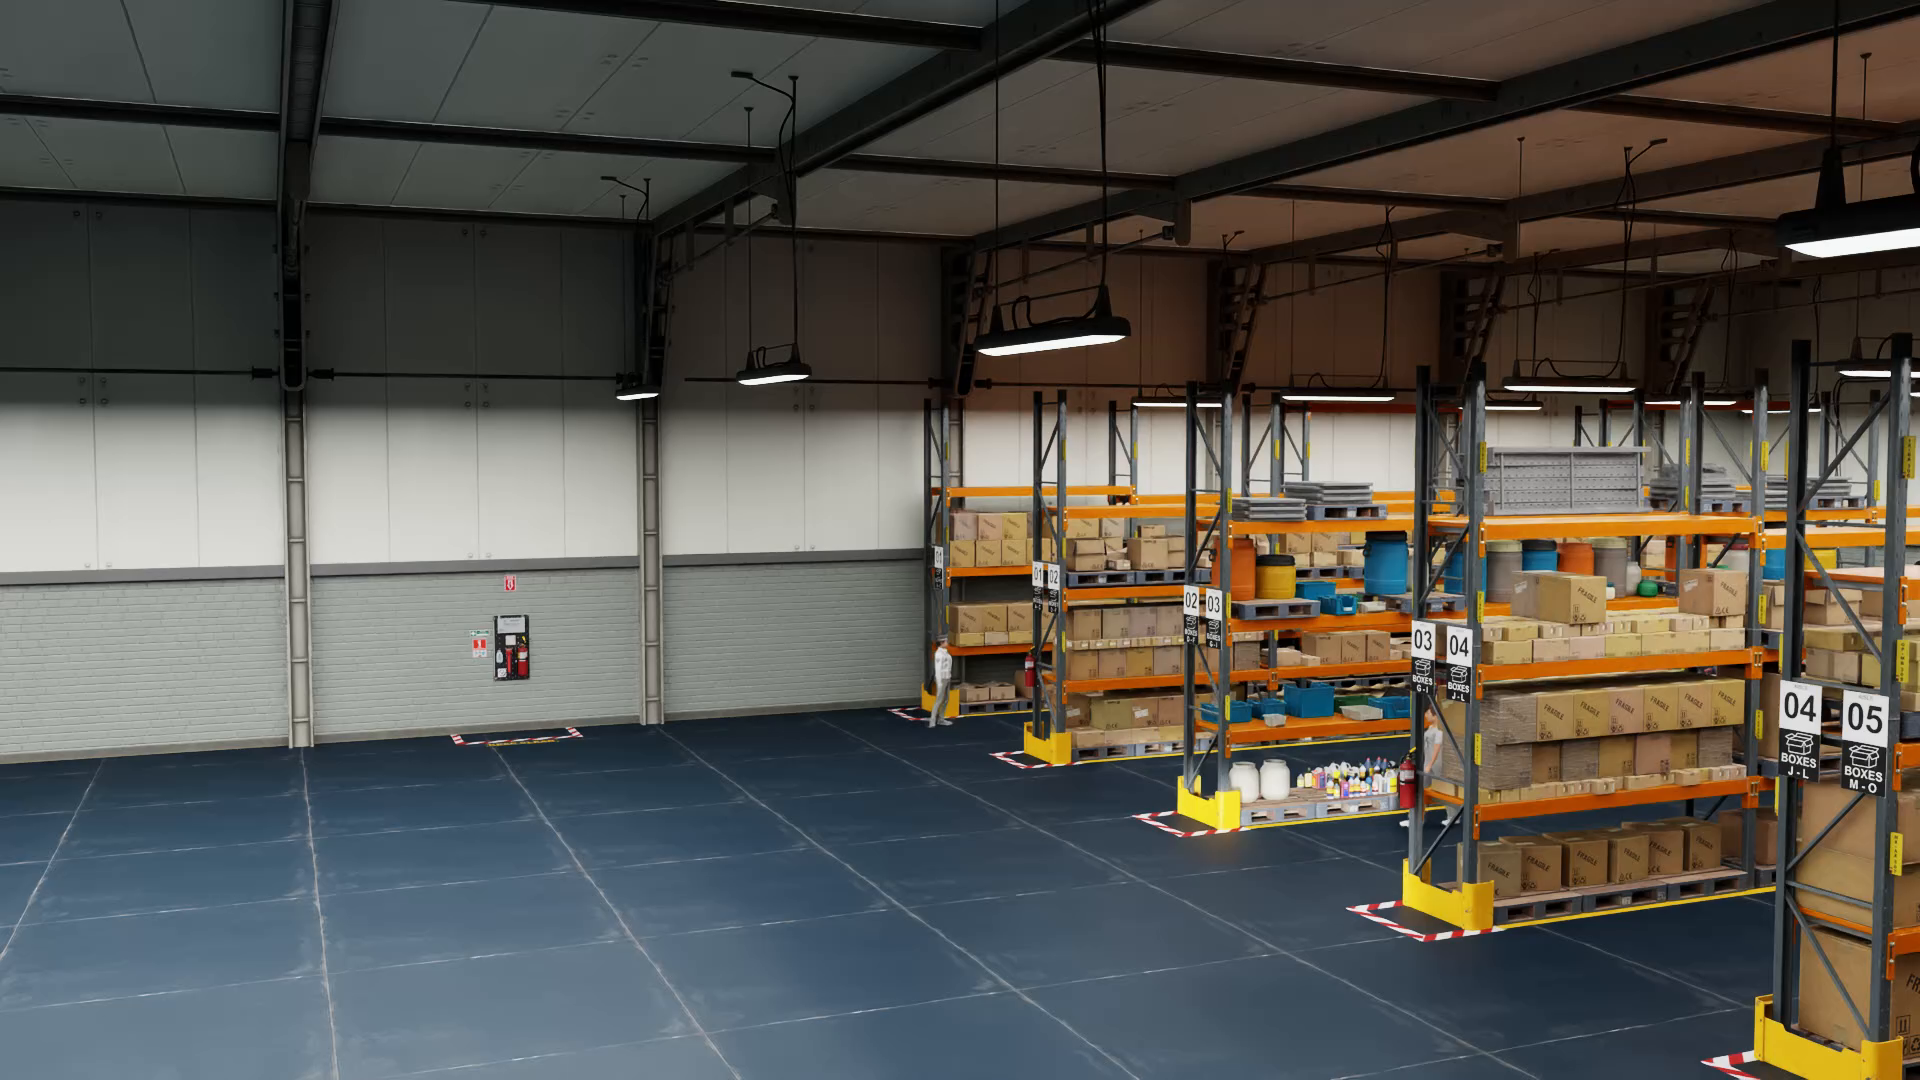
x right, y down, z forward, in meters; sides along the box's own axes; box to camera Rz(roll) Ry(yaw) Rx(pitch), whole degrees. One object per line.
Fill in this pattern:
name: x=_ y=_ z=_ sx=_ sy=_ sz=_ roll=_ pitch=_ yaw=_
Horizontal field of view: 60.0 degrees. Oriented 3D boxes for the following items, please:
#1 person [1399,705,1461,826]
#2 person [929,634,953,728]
person: x=6.316 y=3.014 z=22.244 sx=0.864 sy=1.637 sz=0.456 roll=-1 pitch=3 yaw=-14
person: x=-0.359 y=2.559 z=30.279 sx=0.394 sy=1.680 sz=0.631 roll=1 pitch=3 yaw=12
